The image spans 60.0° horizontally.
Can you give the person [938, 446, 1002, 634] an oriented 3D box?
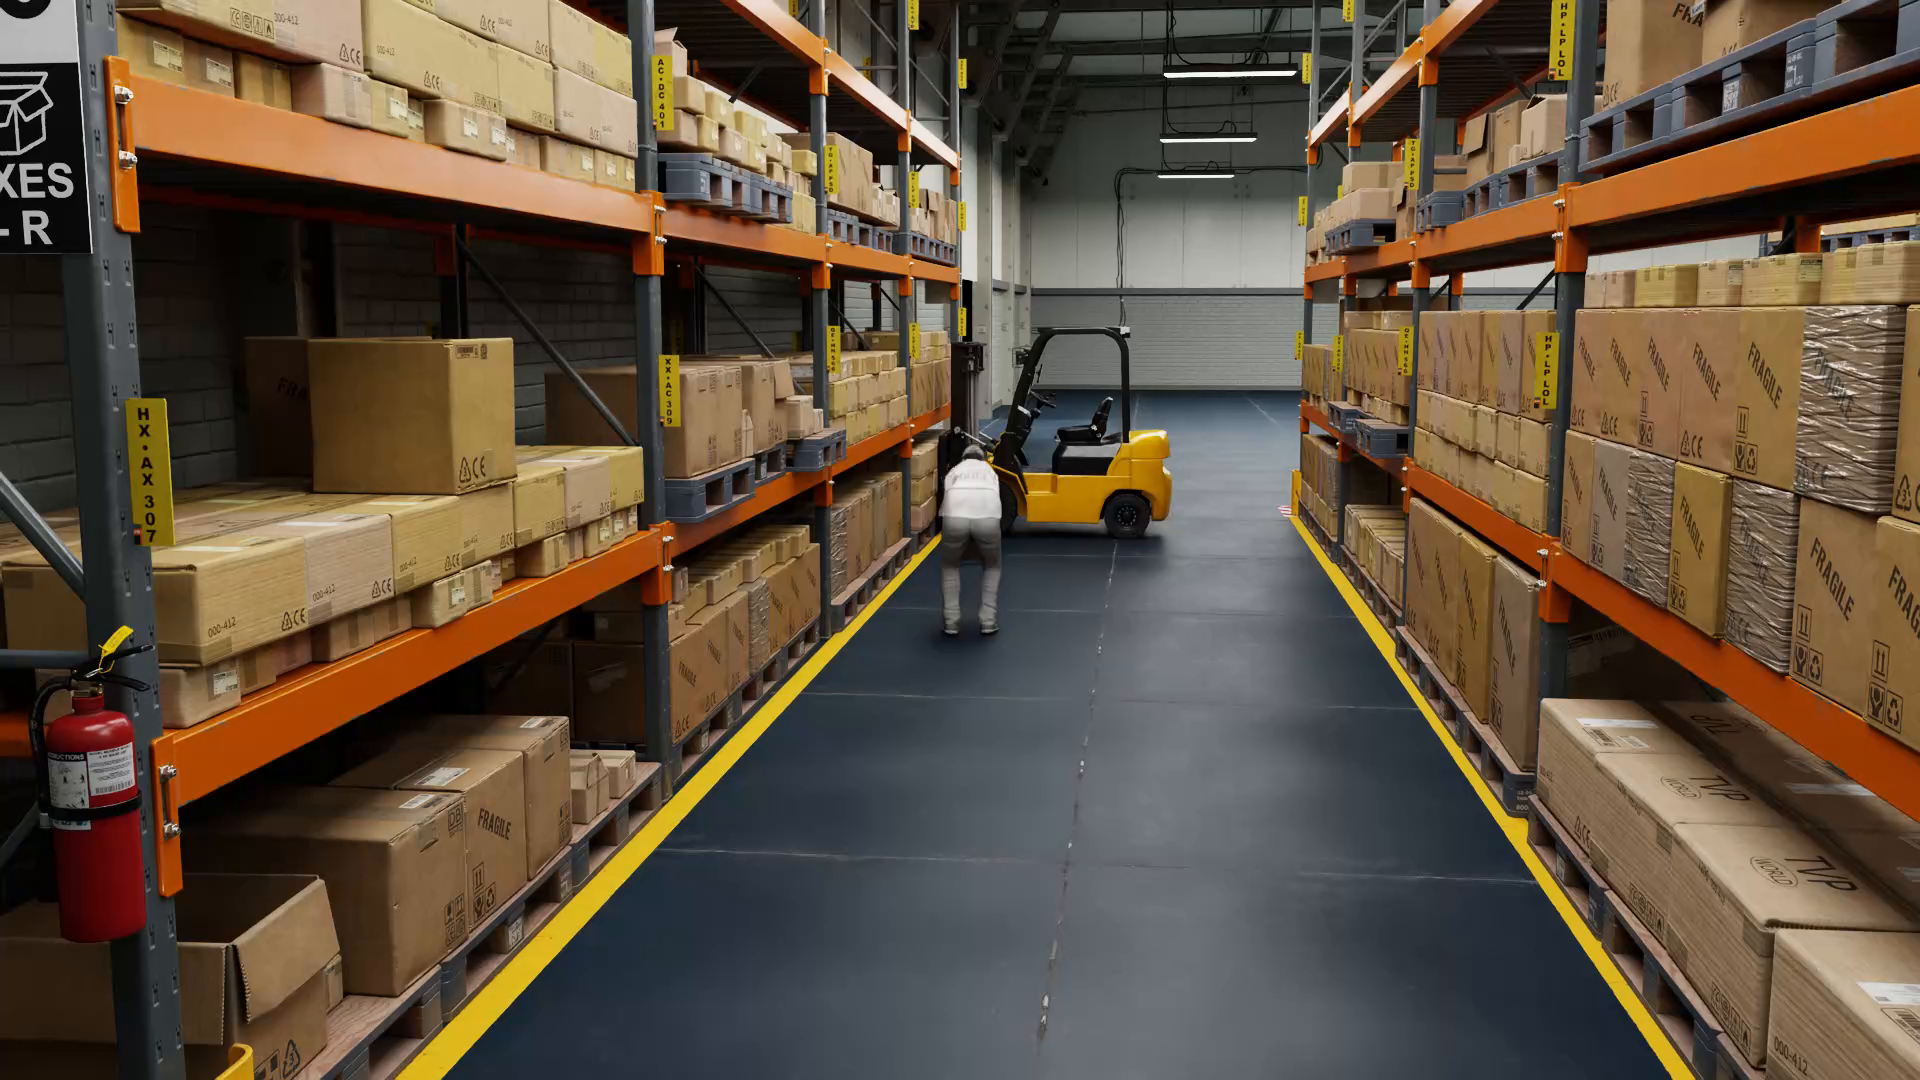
[{"bbox_3d":[0.086,-0.002,12.108,0.448,1.323,0.875,0,8,3],"label":"person"}]
